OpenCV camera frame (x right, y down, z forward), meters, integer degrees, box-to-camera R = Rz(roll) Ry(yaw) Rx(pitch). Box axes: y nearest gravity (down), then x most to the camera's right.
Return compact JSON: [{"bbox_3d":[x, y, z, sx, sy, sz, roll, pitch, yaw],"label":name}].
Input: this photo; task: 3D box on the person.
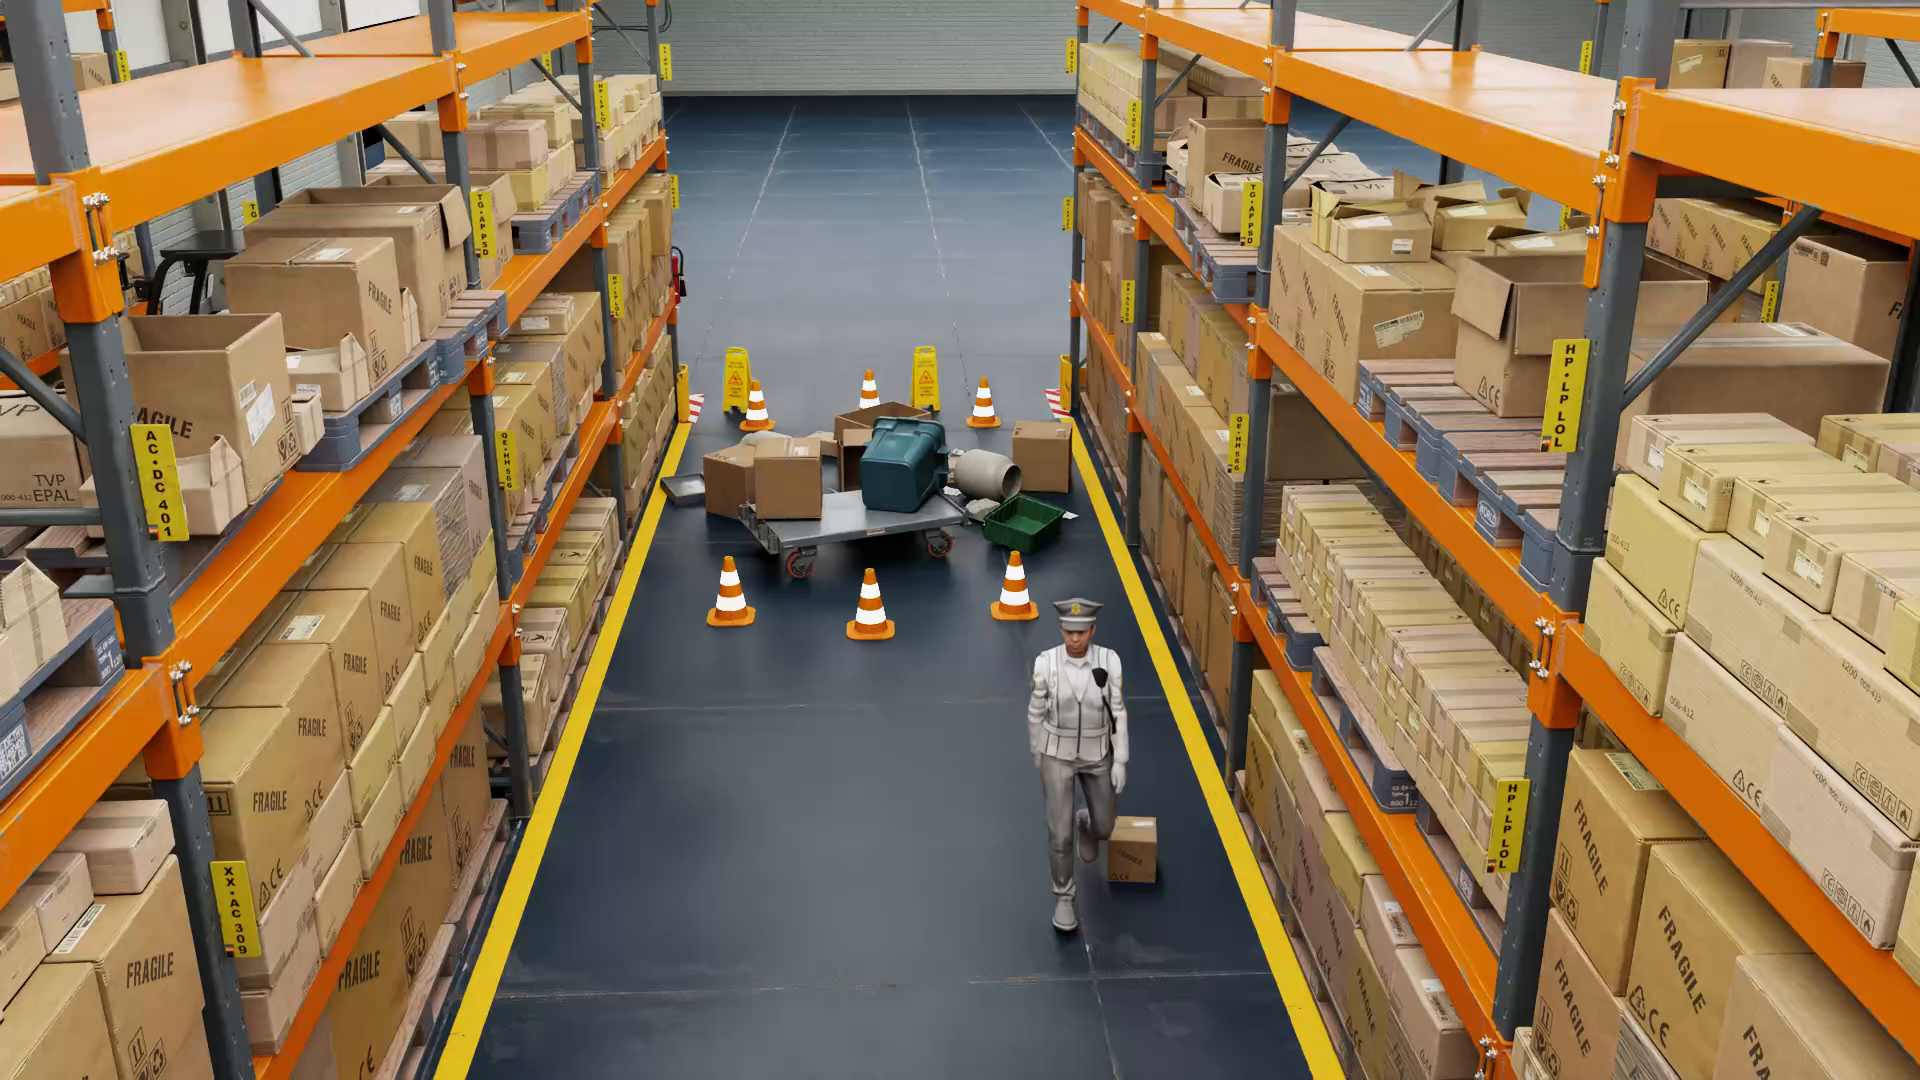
[{"bbox_3d":[0.577,1.035,8.215,0.488,1.663,0.705,-1,21,-2],"label":"person"}]
